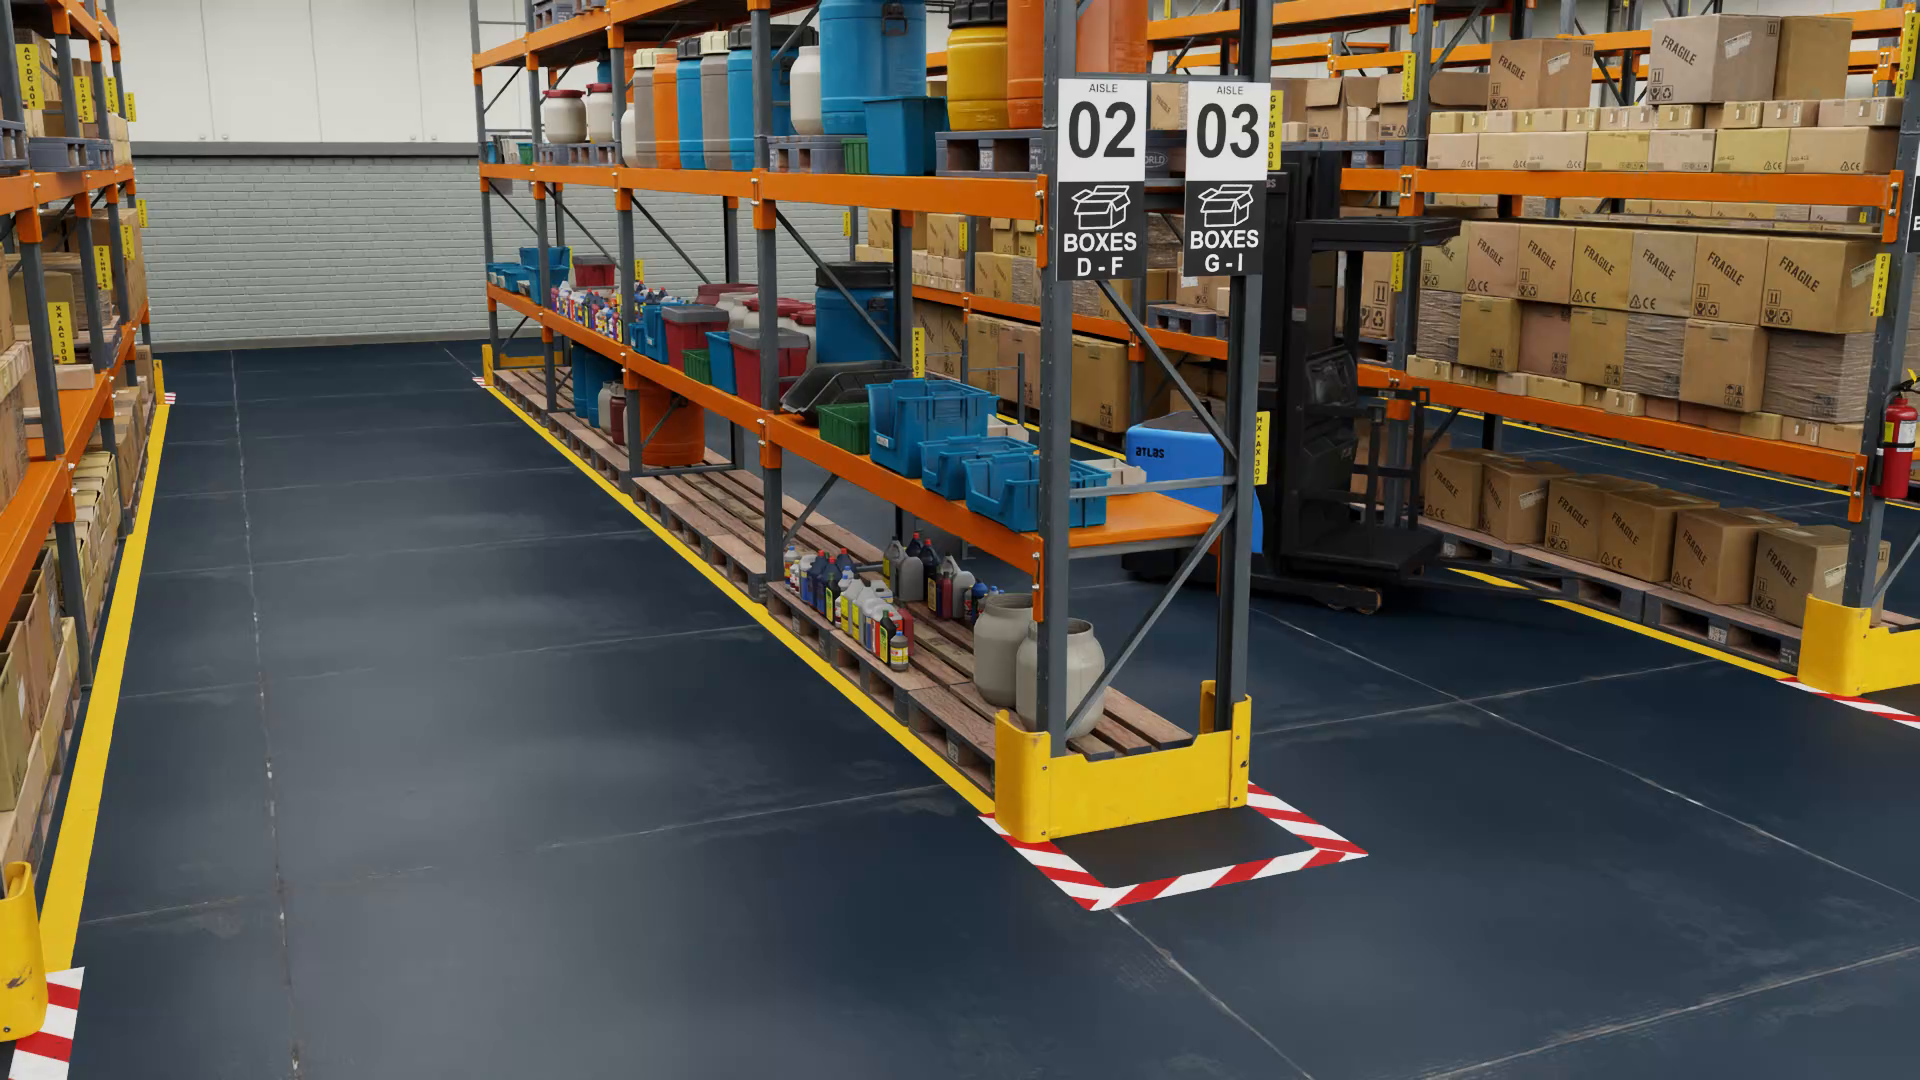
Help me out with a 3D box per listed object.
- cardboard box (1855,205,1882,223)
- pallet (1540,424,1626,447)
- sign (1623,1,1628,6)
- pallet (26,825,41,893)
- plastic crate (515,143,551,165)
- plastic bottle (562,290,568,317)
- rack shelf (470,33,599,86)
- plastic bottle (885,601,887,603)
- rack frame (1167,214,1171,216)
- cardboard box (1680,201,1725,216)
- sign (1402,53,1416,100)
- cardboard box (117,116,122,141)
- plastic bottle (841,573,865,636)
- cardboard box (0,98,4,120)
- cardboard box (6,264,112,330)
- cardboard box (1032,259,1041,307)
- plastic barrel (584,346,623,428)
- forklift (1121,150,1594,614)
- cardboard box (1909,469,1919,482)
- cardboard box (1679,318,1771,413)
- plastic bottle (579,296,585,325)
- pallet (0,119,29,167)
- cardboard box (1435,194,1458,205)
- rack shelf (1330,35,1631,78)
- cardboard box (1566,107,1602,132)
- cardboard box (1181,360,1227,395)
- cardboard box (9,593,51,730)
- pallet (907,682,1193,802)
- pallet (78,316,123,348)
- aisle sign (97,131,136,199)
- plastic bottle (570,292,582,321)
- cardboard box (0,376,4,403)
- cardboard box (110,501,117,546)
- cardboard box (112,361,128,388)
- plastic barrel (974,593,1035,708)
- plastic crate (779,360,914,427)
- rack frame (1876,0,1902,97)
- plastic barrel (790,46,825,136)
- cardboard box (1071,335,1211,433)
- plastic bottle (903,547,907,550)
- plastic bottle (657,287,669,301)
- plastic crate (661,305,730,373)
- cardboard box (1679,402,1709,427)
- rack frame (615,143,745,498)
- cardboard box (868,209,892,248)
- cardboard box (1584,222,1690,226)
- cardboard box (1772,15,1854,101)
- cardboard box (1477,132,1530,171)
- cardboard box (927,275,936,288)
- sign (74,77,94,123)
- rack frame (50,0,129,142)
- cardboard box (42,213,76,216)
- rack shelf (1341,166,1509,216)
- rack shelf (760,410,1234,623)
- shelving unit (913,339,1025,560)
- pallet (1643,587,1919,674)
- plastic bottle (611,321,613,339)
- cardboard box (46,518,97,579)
[{"bbox_3d":[11.253,-3.875,20.523,0.500,0.500,0.500,-6,14,-25],"label":"cardboard box"},{"bbox_3d":[6.978,-1.219,17.671,1.003,0.211,1.213,-6,14,-23],"label":"pallet"},{"bbox_3d":[9.106,-7.452,22.688,0.100,0.325,0.005,-6,14,-23],"label":"sign"},{"bbox_3d":[-4.072,1.430,6.221,1.003,0.211,1.213,-6,14,-23],"label":"pallet"},{"bbox_3d":[-4.651,-4.239,18.251,0.416,0.233,0.300,-6,14,-23],"label":"plastic crate"},{"bbox_3d":[-3.990,-2.405,16.894,0.097,0.271,0.097,0,13,0],"label":"plastic bottle"},{"bbox_3d":[-4.795,-5.490,19.117,1.077,0.370,4.000,-6,14,-23],"label":"rack shelf"},{"bbox_3d":[-0.433,0.452,9.496,0.097,0.201,0.097,0,13,0],"label":"plastic bottle"},{"bbox_3d":[3.527,-4.401,25.231,1.000,3.000,0.127,-6,14,-23],"label":"rack frame"},{"bbox_3d":[9.965,-4.255,22.161,0.500,0.500,0.500,-6,14,-24],"label":"cardboard box"},{"bbox_3d":[3.242,-3.348,12.013,0.100,0.325,0.005,-6,14,-23],"label":"sign"},{"bbox_3d":[-9.093,-4.319,17.448,0.500,0.250,0.500,-6,14,-23],"label":"cardboard box"},{"bbox_3d":[-0.600,0.360,9.559,0.144,0.351,0.185,-6,14,-23],"label":"plastic bottle"},{"bbox_3d":[-6.039,-2.594,10.173,0.500,0.250,0.500,-7,15,-28],"label":"cardboard box"},{"bbox_3d":[-7.479,-2.006,13.732,0.700,0.500,0.500,-3,13,-12],"label":"cardboard box"},{"bbox_3d":[1.114,-2.765,17.941,0.500,0.500,0.500,-5,14,-22],"label":"cardboard box"},{"bbox_3d":[-3.508,-1.622,16.947,0.600,0.901,0.708,-6,14,-23],"label":"plastic barrel"},{"bbox_3d":[2.665,-1.083,11.047,3.031,2.935,1.130,8,15,30],"label":"forklift"},{"bbox_3d":[8.522,-0.954,14.122,0.875,0.875,0.875,-5,14,-22],"label":"cardboard box"},{"bbox_3d":[4.846,-1.070,9.959,0.875,0.500,0.500,-6,14,-23],"label":"cardboard box"},{"bbox_3d":[-3.633,-2.221,16.100,0.097,0.271,0.097,0,13,0],"label":"plastic bottle"},{"bbox_3d":[-4.964,-1.845,7.731,1.003,0.211,1.213,-6,14,-23],"label":"pallet"},{"bbox_3d":[7.953,-5.279,26.589,0.500,0.500,0.500,-6,14,-24],"label":"cardboard box"},{"bbox_3d":[5.931,-5.538,19.325,1.077,0.370,4.000,-6,14,-23],"label":"rack shelf"},{"bbox_3d":[4.153,-2.716,10.747,0.380,0.149,0.250,-6,14,-24],"label":"cardboard box"},{"bbox_3d":[2.442,-1.547,15.805,0.500,0.250,0.500,-5,14,-21],"label":"cardboard box"},{"bbox_3d":[-4.337,0.555,7.324,0.500,0.500,0.500,-6,14,-23],"label":"cardboard box"},{"bbox_3d":[0.419,0.958,8.261,1.003,0.211,1.213,-6,14,-23],"label":"pallet"},{"bbox_3d":[-7.715,-1.734,14.137,1.003,0.211,1.213,-6,14,-23],"label":"pallet"},{"bbox_3d":[-9.883,-4.388,19.410,0.394,0.787,0.004,-6,14,-23],"label":"aisle sign"},{"bbox_3d":[-3.787,-2.318,16.507,0.152,0.276,0.135,-6,14,-23],"label":"plastic bottle"},{"bbox_3d":[-4.517,-0.666,7.433,0.380,0.149,0.250,-5,14,-21],"label":"cardboard box"},{"bbox_3d":[-6.288,-0.099,11.811,0.500,0.250,0.500,-6,14,-24],"label":"cardboard box"},{"bbox_3d":[-9.291,-1.639,17.859,0.797,0.503,0.637,-6,14,-23],"label":"cardboard box"},{"bbox_3d":[0.278,0.554,8.408,0.421,0.512,0.421,0,13,0],"label":"plastic barrel"},{"bbox_3d":[-0.696,-0.897,10.230,0.767,0.338,0.504,-6,14,-23],"label":"plastic crate"},{"bbox_3d":[11.227,-6.138,19.435,1.000,3.000,0.127,-6,14,-23],"label":"rack frame"},{"bbox_3d":[-0.797,-2.661,9.881,0.421,0.512,0.421,0,13,0],"label":"plastic barrel"},{"bbox_3d":[1.889,-1.634,17.060,1.225,0.875,0.875,-6,14,-26],"label":"cardboard box"},{"bbox_3d":[-0.359,0.149,10.804,0.097,0.201,0.097,0,13,0],"label":"plastic bottle"},{"bbox_3d":[-2.885,-2.288,16.211,0.144,0.351,0.185,-6,14,-23],"label":"plastic bottle"},{"bbox_3d":[-2.025,-1.543,12.742,0.402,0.464,0.583,-6,14,-23],"label":"plastic crate"},{"bbox_3d":[4.653,-0.793,10.200,0.380,0.149,0.250,-6,14,-23],"label":"cardboard box"},{"bbox_3d":[-2.392,-1.873,14.311,1.000,3.000,0.127,-6,14,-23],"label":"rack frame"},{"bbox_3d":[-0.913,-4.184,22.304,0.500,0.500,0.500,-6,14,-24],"label":"cardboard box"},{"bbox_3d":[4.582,-1.900,11.329,0.500,0.500,0.500,-6,14,-23],"label":"cardboard box"},{"bbox_3d":[5.004,-2.897,10.094,0.500,0.500,0.500,-6,14,-23],"label":"cardboard box"},{"bbox_3d":[3.911,-2.658,11.380,0.500,0.250,0.500,-6,14,-23],"label":"cardboard box"},{"bbox_3d":[-0.187,-3.217,20.676,0.380,0.149,0.250,-5,14,-22],"label":"cardboard box"},{"bbox_3d":[-6.420,-3.227,12.185,0.100,0.325,0.005,-6,14,-23],"label":"sign"},{"bbox_3d":[-10.136,-6.002,18.846,1.000,3.000,0.127,-6,14,-23],"label":"rack frame"},{"bbox_3d":[-9.584,-3.184,17.534,0.500,0.500,0.500,-6,14,-23],"label":"cardboard box"},{"bbox_3d":[2.948,-3.018,14.202,1.077,0.370,4.000,-6,14,-23],"label":"rack shelf"},{"bbox_3d":[0.012,-0.283,9.036,1.077,0.370,4.000,-6,14,-23],"label":"rack shelf"},{"bbox_3d":[0.034,-0.713,12.625,0.538,1.500,1.048,-6,14,-23],"label":"shelving unit"},{"bbox_3d":[5.028,0.504,10.224,1.003,0.211,1.213,-6,14,-23],"label":"pallet"},{"bbox_3d":[-3.067,-1.895,14.844,0.097,0.201,0.097,0,13,0],"label":"plastic bottle"},{"bbox_3d":[-5.462,0.050,9.925,0.500,0.311,0.500,-6,14,-24],"label":"cardboard box"}]
